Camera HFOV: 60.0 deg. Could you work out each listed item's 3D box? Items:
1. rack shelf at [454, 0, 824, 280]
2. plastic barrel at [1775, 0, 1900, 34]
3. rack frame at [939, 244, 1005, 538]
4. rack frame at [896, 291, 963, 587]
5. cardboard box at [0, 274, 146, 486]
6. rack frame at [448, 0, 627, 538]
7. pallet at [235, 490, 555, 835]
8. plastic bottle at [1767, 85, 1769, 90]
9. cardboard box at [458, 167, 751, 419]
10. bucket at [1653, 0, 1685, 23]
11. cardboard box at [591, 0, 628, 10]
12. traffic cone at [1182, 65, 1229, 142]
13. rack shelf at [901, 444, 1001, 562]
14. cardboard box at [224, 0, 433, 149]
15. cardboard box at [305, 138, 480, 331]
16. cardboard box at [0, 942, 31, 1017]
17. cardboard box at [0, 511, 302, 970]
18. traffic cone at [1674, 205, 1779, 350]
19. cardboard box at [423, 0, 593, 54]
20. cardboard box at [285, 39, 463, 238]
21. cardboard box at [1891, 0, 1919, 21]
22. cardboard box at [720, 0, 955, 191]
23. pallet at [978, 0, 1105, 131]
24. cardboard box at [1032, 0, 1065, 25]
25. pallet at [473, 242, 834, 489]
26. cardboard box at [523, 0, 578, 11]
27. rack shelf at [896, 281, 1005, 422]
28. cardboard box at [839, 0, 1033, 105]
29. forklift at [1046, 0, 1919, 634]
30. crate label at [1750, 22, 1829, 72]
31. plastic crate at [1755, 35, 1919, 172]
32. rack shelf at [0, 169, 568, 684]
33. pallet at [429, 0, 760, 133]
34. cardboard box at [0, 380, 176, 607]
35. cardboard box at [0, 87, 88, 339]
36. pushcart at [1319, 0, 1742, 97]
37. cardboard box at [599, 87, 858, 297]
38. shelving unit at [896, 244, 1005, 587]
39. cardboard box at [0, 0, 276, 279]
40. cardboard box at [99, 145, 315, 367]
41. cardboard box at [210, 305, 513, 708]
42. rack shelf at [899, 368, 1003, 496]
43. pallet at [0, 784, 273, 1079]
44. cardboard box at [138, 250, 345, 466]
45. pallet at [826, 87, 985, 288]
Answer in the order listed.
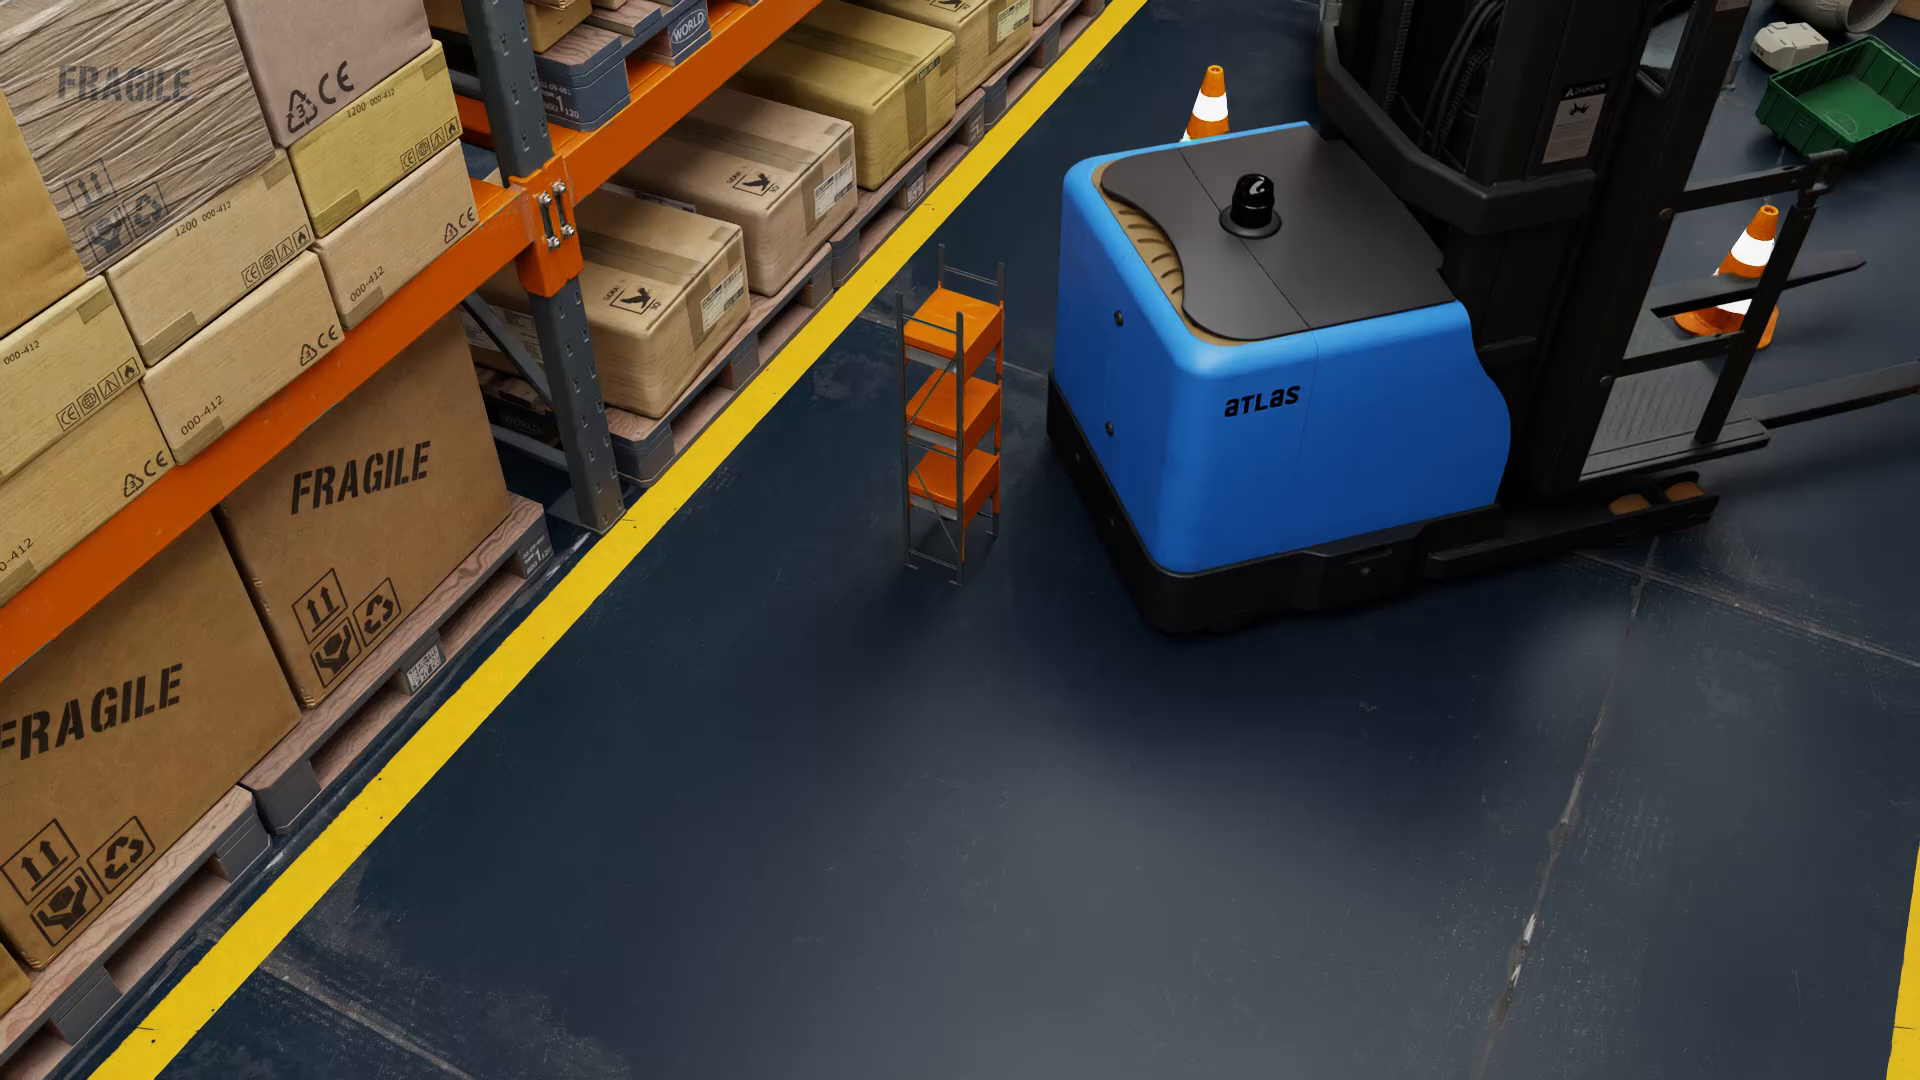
[{"bbox_3d":[-0.612,-2.273,5.894,1.077,0.370,4.000,20,49,19],"label":"rack shelf"},{"bbox_3d":[3.915,-2.531,7.454,0.421,0.421,0.512,-16,48,-15],"label":"plastic barrel"},{"bbox_3d":[0.032,-0.412,4.919,0.200,1.050,0.008,20,49,19],"label":"rack frame"},{"bbox_3d":[-0.081,-0.258,4.767,0.200,1.050,0.008,20,49,19],"label":"rack frame"},{"bbox_3d":[-1.995,-0.347,3.238,0.500,0.250,0.500,19,48,18],"label":"cardboard box"},{"bbox_3d":[-1.541,-1.266,4.392,1.000,3.000,0.127,20,49,19],"label":"rack frame"},{"bbox_3d":[-1.973,0.186,4.918,1.003,0.211,1.213,20,49,19],"label":"pallet"},{"bbox_3d":[3.539,-1.855,7.040,0.133,0.061,0.283,-2,45,-2],"label":"plastic bottle"},{"bbox_3d":[-1.270,-0.843,5.526,0.950,0.372,0.625,17,48,16],"label":"cardboard box"},{"bbox_3d":[2.768,-2.446,6.791,0.620,0.611,0.726,-39,56,-20],"label":"bucket"},{"bbox_3d":[-1.064,-1.636,4.639,0.380,0.149,0.250,18,48,17],"label":"cardboard box"},{"bbox_3d":[0.980,-1.651,6.556,0.336,0.463,0.334,20,49,19],"label":"traffic cone"},{"bbox_3d":[-0.025,-0.133,5.048,0.215,0.259,0.240,20,49,19],"label":"rack shelf"},{"bbox_3d":[-1.549,-1.241,3.594,0.500,0.500,0.500,19,48,18],"label":"cardboard box"},{"bbox_3d":[-1.546,-0.809,4.046,0.500,0.250,0.500,19,48,18],"label":"cardboard box"},{"bbox_3d":[-2.768,0.864,3.485,0.875,0.875,0.875,22,49,20],"label":"cardboard box"},{"bbox_3d":[-2.353,0.301,4.042,0.875,0.875,0.875,21,49,20],"label":"cardboard box"},{"bbox_3d":[2.787,-0.977,5.891,0.336,0.463,0.334,20,49,19],"label":"traffic cone"},{"bbox_3d":[-1.225,-1.469,4.474,0.380,0.149,0.250,18,48,17],"label":"cardboard box"},{"bbox_3d":[-1.541,-1.000,3.884,0.500,0.250,0.500,20,49,19],"label":"cardboard box"},{"bbox_3d":[4.559,-2.654,7.520,0.500,0.500,0.500,29,52,25],"label":"cardboard box"},{"bbox_3d":[-0.577,-1.786,6.459,0.950,0.372,0.625,22,49,20],"label":"cardboard box"},{"bbox_3d":[-0.044,-2.315,7.389,1.003,0.211,1.213,20,49,19],"label":"pallet"},{"bbox_3d":[0.075,-2.679,7.341,0.950,0.372,0.625,21,49,20],"label":"cardboard box"},{"bbox_3d":[-1.177,-0.778,5.870,1.003,0.211,1.213,20,49,19],"label":"pallet"},{"bbox_3d":[-1.127,-1.761,4.306,0.500,0.500,0.500,19,48,18],"label":"cardboard box"},{"bbox_3d":[-0.025,-0.527,4.649,0.215,0.259,0.240,20,49,19],"label":"rack shelf"},{"bbox_3d":[-0.256,-2.225,6.892,0.950,0.372,0.625,23,50,21],"label":"cardboard box"},{"bbox_3d":[1.862,-1.361,4.534,3.031,2.935,1.130,-12,47,-12],"label":"forklift"},{"bbox_3d":[3.639,-2.159,7.288,0.298,0.136,0.250,-9,46,-9],"label":"crate label"},{"bbox_3d":[3.668,-1.789,6.846,0.662,0.188,0.450,-24,60,-22],"label":"plastic crate"},{"bbox_3d":[-2.469,0.247,3.403,1.077,0.370,4.000,20,49,19],"label":"rack shelf"},{"bbox_3d":[-1.304,-1.683,4.939,1.213,0.211,1.003,20,49,19],"label":"pallet"},{"bbox_3d":[-2.017,-0.170,3.415,0.500,0.250,0.500,20,49,19],"label":"cardboard box"},{"bbox_3d":[-2.016,-0.604,2.965,0.500,0.500,0.500,20,49,19],"label":"cardboard box"},{"bbox_3d":[2.359,-2.143,7.103,1.648,0.377,0.936,5,46,5],"label":"pushcart"},{"bbox_3d":[-0.934,-1.310,5.988,0.950,0.372,0.625,20,49,18],"label":"cardboard box"},{"bbox_3d":[-0.025,-0.335,4.843,0.215,1.050,0.252,20,49,19],"label":"shelving unit"},{"bbox_3d":[-1.780,-0.915,3.272,0.500,0.500,0.500,21,49,20],"label":"cardboard box"},{"bbox_3d":[-1.775,-0.676,3.563,0.500,0.250,0.500,19,48,18],"label":"cardboard box"},{"bbox_3d":[-1.935,-0.259,4.596,0.875,0.875,0.875,20,49,19],"label":"cardboard box"},{"bbox_3d":[-0.025,-0.328,4.851,0.215,0.259,0.240,20,49,19],"label":"rack shelf"},{"bbox_3d":[-2.541,0.951,4.161,1.003,0.211,1.213,20,49,19],"label":"pallet"},{"bbox_3d":[-1.769,-0.482,3.723,0.500,0.250,0.500,21,49,20],"label":"cardboard box"},{"bbox_3d":[-0.609,-1.543,6.627,1.003,0.211,1.213,20,49,19],"label":"pallet"}]
